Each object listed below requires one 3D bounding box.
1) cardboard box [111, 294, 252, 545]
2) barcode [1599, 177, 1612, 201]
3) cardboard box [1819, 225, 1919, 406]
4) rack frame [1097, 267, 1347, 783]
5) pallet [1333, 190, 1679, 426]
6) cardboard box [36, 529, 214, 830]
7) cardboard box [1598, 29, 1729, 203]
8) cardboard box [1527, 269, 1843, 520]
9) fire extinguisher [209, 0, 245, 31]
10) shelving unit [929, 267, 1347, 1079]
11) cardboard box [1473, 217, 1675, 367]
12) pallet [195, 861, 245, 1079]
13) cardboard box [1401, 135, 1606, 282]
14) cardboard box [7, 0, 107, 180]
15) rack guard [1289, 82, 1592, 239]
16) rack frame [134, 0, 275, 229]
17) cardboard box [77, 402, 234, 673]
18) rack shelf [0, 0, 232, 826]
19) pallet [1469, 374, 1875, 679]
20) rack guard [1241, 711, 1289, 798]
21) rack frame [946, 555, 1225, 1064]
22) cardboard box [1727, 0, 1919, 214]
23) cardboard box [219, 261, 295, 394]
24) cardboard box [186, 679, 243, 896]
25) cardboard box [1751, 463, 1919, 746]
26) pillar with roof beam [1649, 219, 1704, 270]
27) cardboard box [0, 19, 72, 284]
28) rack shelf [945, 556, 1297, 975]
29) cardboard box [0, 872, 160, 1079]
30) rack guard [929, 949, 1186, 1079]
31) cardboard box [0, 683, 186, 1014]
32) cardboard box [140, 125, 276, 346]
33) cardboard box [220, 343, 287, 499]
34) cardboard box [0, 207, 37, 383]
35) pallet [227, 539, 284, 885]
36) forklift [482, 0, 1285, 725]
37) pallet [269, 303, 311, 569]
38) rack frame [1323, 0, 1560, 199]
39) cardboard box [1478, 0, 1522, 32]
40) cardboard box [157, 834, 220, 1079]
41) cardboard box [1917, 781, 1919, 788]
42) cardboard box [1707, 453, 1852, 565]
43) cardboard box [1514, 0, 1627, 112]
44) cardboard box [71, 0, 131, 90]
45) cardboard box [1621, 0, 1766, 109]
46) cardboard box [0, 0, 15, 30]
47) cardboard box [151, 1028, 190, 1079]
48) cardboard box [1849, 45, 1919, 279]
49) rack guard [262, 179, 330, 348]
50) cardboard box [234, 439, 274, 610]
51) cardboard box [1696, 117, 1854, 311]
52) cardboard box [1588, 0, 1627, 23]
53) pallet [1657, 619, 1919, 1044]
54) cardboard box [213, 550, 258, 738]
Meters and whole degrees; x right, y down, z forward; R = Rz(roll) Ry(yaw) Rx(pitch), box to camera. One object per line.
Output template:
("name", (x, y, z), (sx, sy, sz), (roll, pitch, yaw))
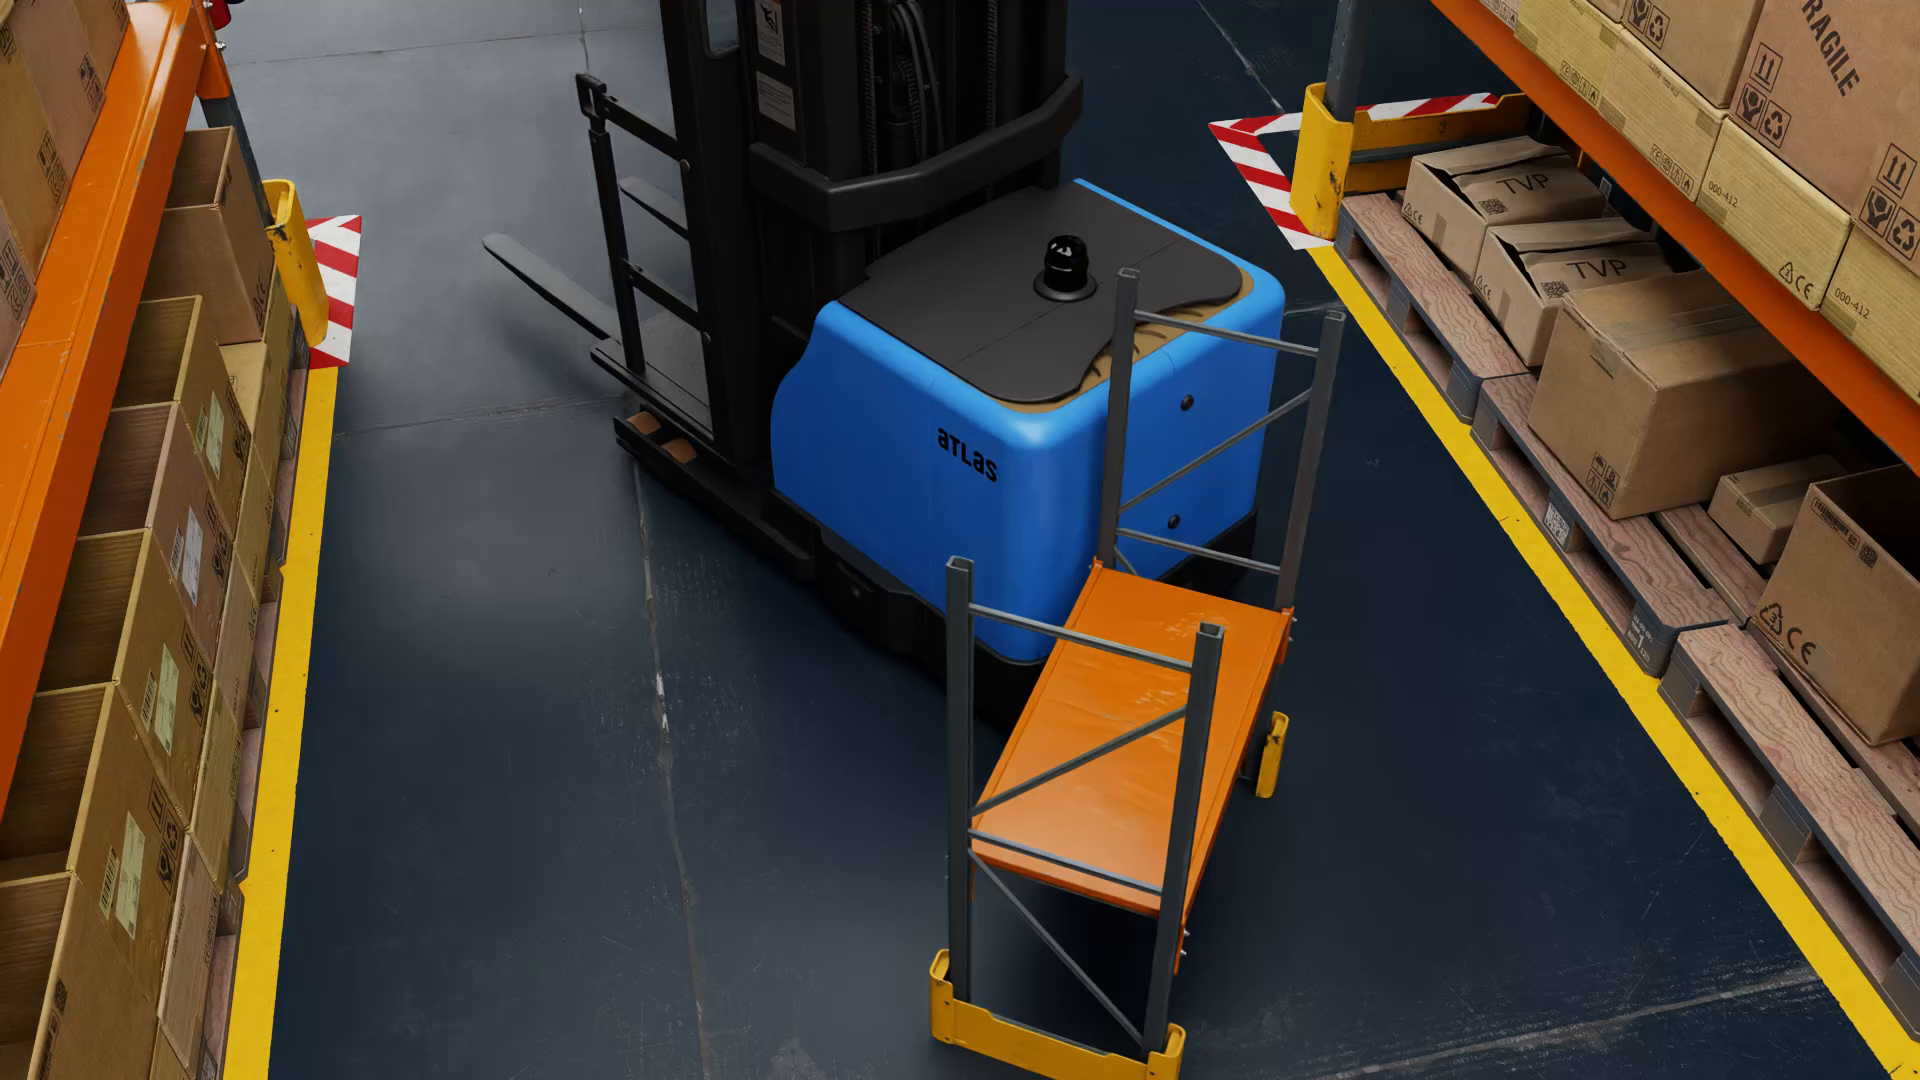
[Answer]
("cardboard box", (-2.275, -0.295, 4.513), (0.500, 0.500, 0.500), (-8, 42, -9))
("barcode", (2.381, -1.296, 6.137), (0.001, 0.075, 0.075), (-8, 42, -9))
("cardboard box", (2.291, -0.496, 3.647), (0.500, 0.250, 0.500), (-8, 42, -9))
("rack frame", (0.584, 0.029, 4.088), (0.500, 1.500, 0.032), (15, 44, 16))
("pallet", (2.082, -0.926, 6.134), (1.003, 0.211, 1.213), (-8, 42, -9))
("cardboard box", (-2.058, 0.353, 3.783), (0.500, 0.500, 0.500), (-8, 42, -9))
("cardboard box", (2.057, -1.145, 4.379), (0.500, 0.250, 0.500), (-8, 42, -9))
("cardboard box", (2.219, -0.465, 5.066), (0.700, 0.500, 0.500), (-11, 43, -12))
("fire extinguisher", (-2.483, -1.951, 5.247), (0.296, 0.674, 0.183), (-8, 42, -9))
("shelving unit", (0.395, 0.349, 3.727), (0.587, 1.500, 1.083), (15, 44, 16))
("cardboard box", (2.110, -0.877, 5.673), (0.500, 0.311, 0.500), (-5, 42, -6))
("pallet", (-2.178, 1.277, 3.652), (1.003, 0.211, 1.213), (-8, 42, -9))
("cardboard box", (1.987, -1.247, 6.089), (0.500, 0.311, 0.500), (-13, 43, -14))
("cardboard box", (-2.705, -1.230, 4.301), (0.700, 0.500, 0.500), (-7, 42, -8))
("rack guard", (1.941, -1.565, 6.637), (1.175, 0.500, 0.348), (-8, 42, -9))
("rack frame", (-2.911, -1.837, 5.060), (1.000, 3.000, 0.127), (-8, 42, -9))
("cardboard box", (-2.168, 0.029, 4.148), (0.500, 0.500, 0.500), (-8, 42, -9))
("rack shelf", (-2.479, -0.272, 3.838), (1.077, 0.370, 4.000), (-8, 42, -9))
("pallet", (2.342, -0.136, 5.245), (1.003, 0.211, 1.213), (-8, 42, -9))
("rack guard", (0.577, 0.508, 4.489), (0.587, 0.250, 0.087), (15, 44, 16))
("rack frame", (0.213, 0.657, 3.380), (0.500, 1.500, 0.032), (15, 44, 16))
("cardboard box", (2.173, -1.101, 3.764), (0.500, 0.500, 0.500), (-9, 42, -11))
("cardboard box", (-2.507, -0.661, 5.490), (0.500, 0.250, 0.500), (-8, 42, -9))
("cardboard box", (-2.058, 0.633, 4.032), (0.500, 0.250, 0.500), (-8, 42, -9))
("cardboard box", (2.525, 0.147, 4.377), (0.500, 0.500, 0.500), (-11, 43, -12))
("pillar with roof beam", (-1.283, -3.846, 2.804), (9.100, 9.000, 0.400), (-8, 42, -9))
("cardboard box", (-2.603, -0.908, 3.938), (0.700, 0.500, 0.500), (-8, 42, -9))
("rack shelf", (0.398, 0.478, 3.853), (0.538, 0.185, 1.000), (15, 44, 16))
("cardboard box", (-1.842, 1.001, 3.053), (0.500, 0.500, 0.500), (-8, 42, -9))
("rack guard", (0.213, 1.124, 3.795), (0.587, 0.250, 0.087), (15, 44, 16))
("cardboard box", (-1.958, 0.678, 3.417), (0.500, 0.500, 0.500), (-8, 42, -9))
("cardboard box", (-2.505, -0.941, 5.241), (0.500, 0.500, 0.500), (-8, 42, -9))
("cardboard box", (-2.387, -0.338, 5.126), (0.500, 0.250, 0.500), (-8, 42, -9))
("cardboard box", (-2.486, -0.567, 3.554), (0.700, 0.500, 0.500), (-7, 42, -8))
("pallet", (-2.445, 0.485, 4.545), (1.003, 0.211, 1.213), (-8, 42, -9))
("forklift", (-0.494, -1.471, 4.699), (1.130, 2.935, 3.031), (-32, 51, -31))
("pallet", (-2.705, -0.305, 5.434), (1.003, 0.211, 1.213), (-8, 42, -9))
("rack frame", (1.925, -2.549, 5.862), (1.000, 3.000, 0.127), (-8, 42, -9))
("cardboard box", (1.846, -1.804, 5.121), (0.500, 0.250, 0.500), (-10, 42, -11))
("cardboard box", (-1.955, 0.958, 3.666), (0.500, 0.250, 0.500), (-8, 42, -9))
("cardboard box", (2.644, 0.596, 4.122), (0.380, 0.166, 0.250), (-14, 43, -15))
("cardboard box", (2.463, -0.094, 4.913), (0.380, 0.149, 0.250), (-12, 43, -13))
("cardboard box", (1.951, -1.473, 4.748), (0.500, 0.250, 0.500), (-9, 42, -10))
("cardboard box", (-2.823, -1.570, 4.684), (0.700, 0.500, 0.500), (-8, 42, -9))
("cardboard box", (2.060, -1.438, 4.144), (0.500, 0.500, 0.500), (-7, 42, -8))
("cardboard box", (-2.420, -1.228, 3.810), (0.380, 0.149, 0.250), (-7, 42, -8))
("cardboard box", (-1.852, 1.283, 3.300), (0.500, 0.250, 0.500), (-8, 42, -9))
("cardboard box", (2.271, -0.773, 3.395), (0.500, 0.500, 0.500), (-9, 42, -10))
("rack guard", (-2.916, -0.918, 5.907), (1.175, 0.500, 0.348), (-8, 42, -9))
("cardboard box", (-2.277, -0.014, 4.762), (0.500, 0.250, 0.500), (-8, 42, -9))
("cardboard box", (2.167, -0.819, 4.012), (0.500, 0.250, 0.500), (-9, 42, -10))
("cardboard box", (1.937, -1.771, 4.519), (0.500, 0.500, 0.500), (-10, 42, -11))
("pallet", (2.609, 0.656, 4.352), (1.003, 0.211, 1.213), (-8, 42, -9))
("cardboard box", (-2.171, 0.310, 4.396), (0.500, 0.250, 0.500), (-8, 42, -9))
